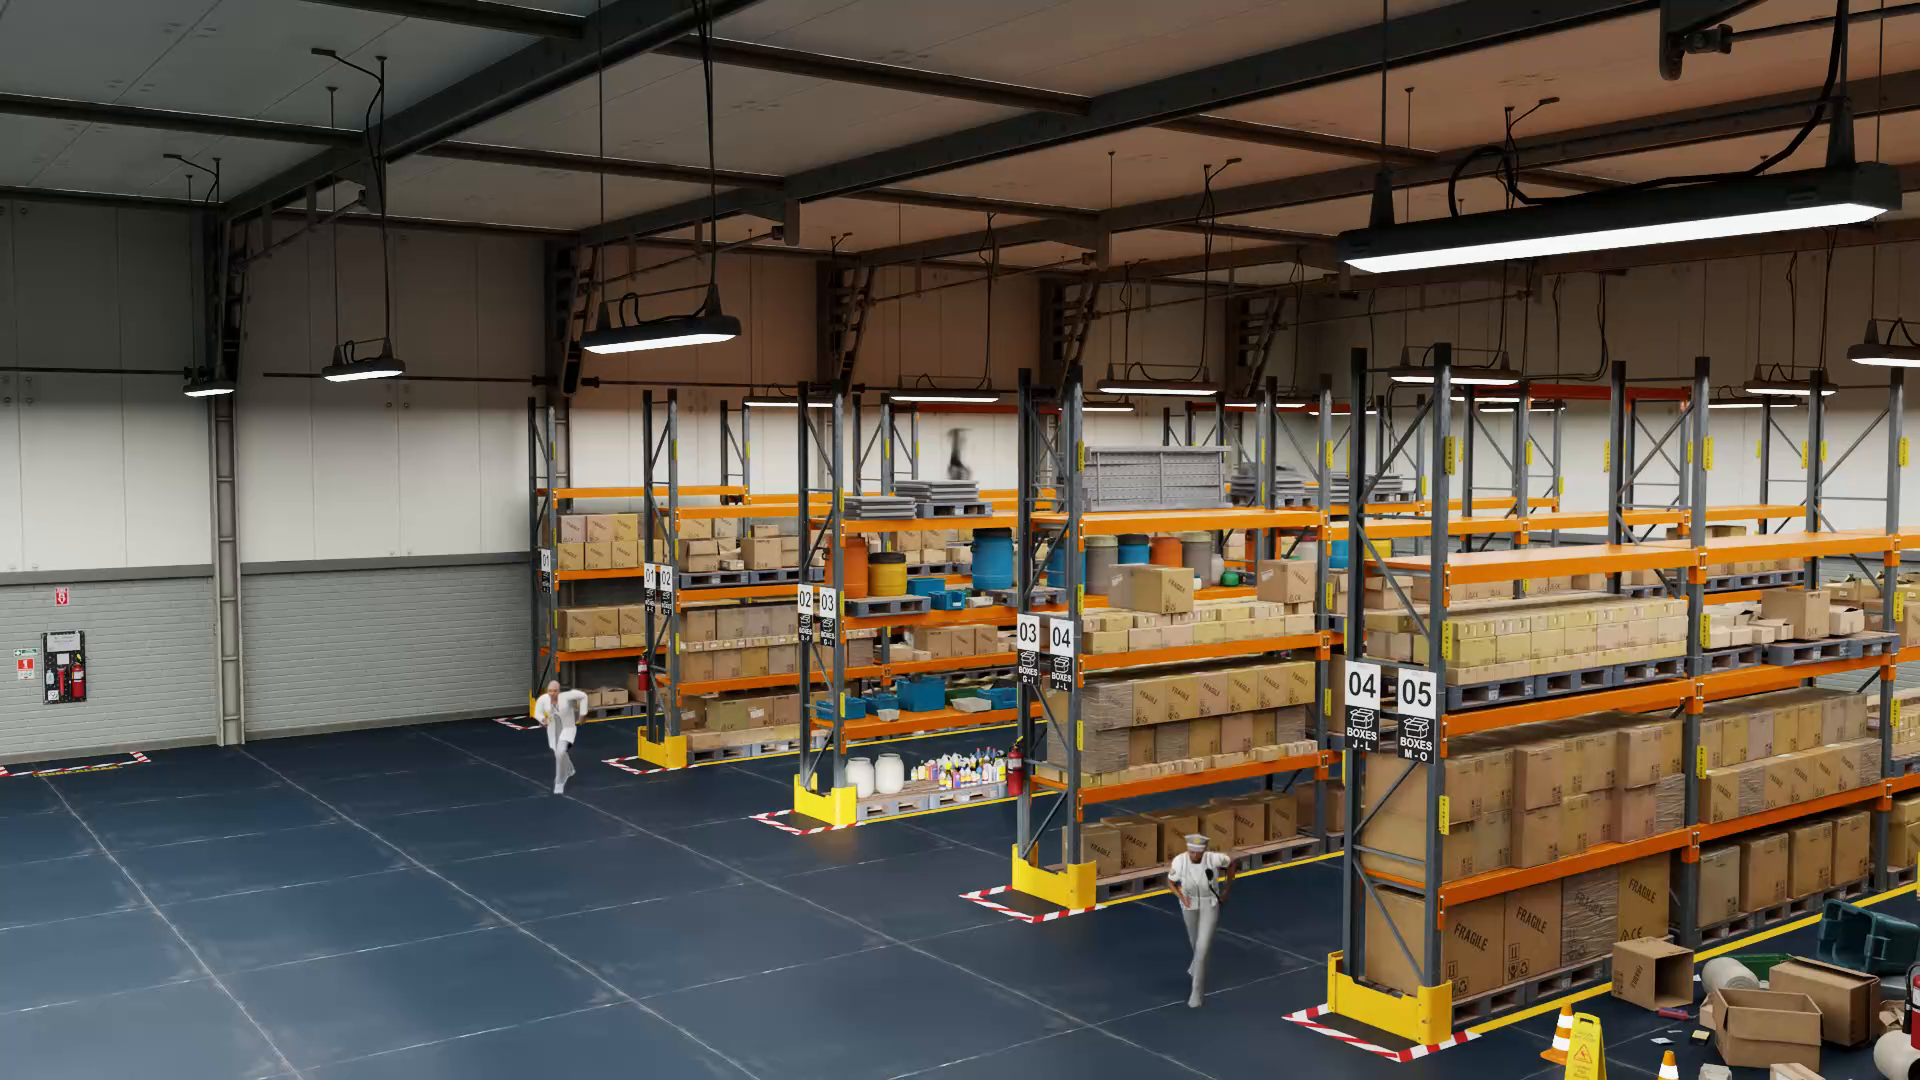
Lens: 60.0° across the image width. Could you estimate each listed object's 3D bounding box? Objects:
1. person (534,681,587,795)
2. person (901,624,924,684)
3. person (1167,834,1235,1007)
[{"bbox_3d":[-5.892,2.900,24.673,0.753,1.733,1.072,0,3,3],"label":"person"},{"bbox_3d":[-0.832,2.364,32.731,0.828,1.829,0.627,-3,5,-42],"label":"person"},{"bbox_3d":[2.262,3.480,15.598,0.618,1.624,0.985,1,3,12],"label":"person"}]
